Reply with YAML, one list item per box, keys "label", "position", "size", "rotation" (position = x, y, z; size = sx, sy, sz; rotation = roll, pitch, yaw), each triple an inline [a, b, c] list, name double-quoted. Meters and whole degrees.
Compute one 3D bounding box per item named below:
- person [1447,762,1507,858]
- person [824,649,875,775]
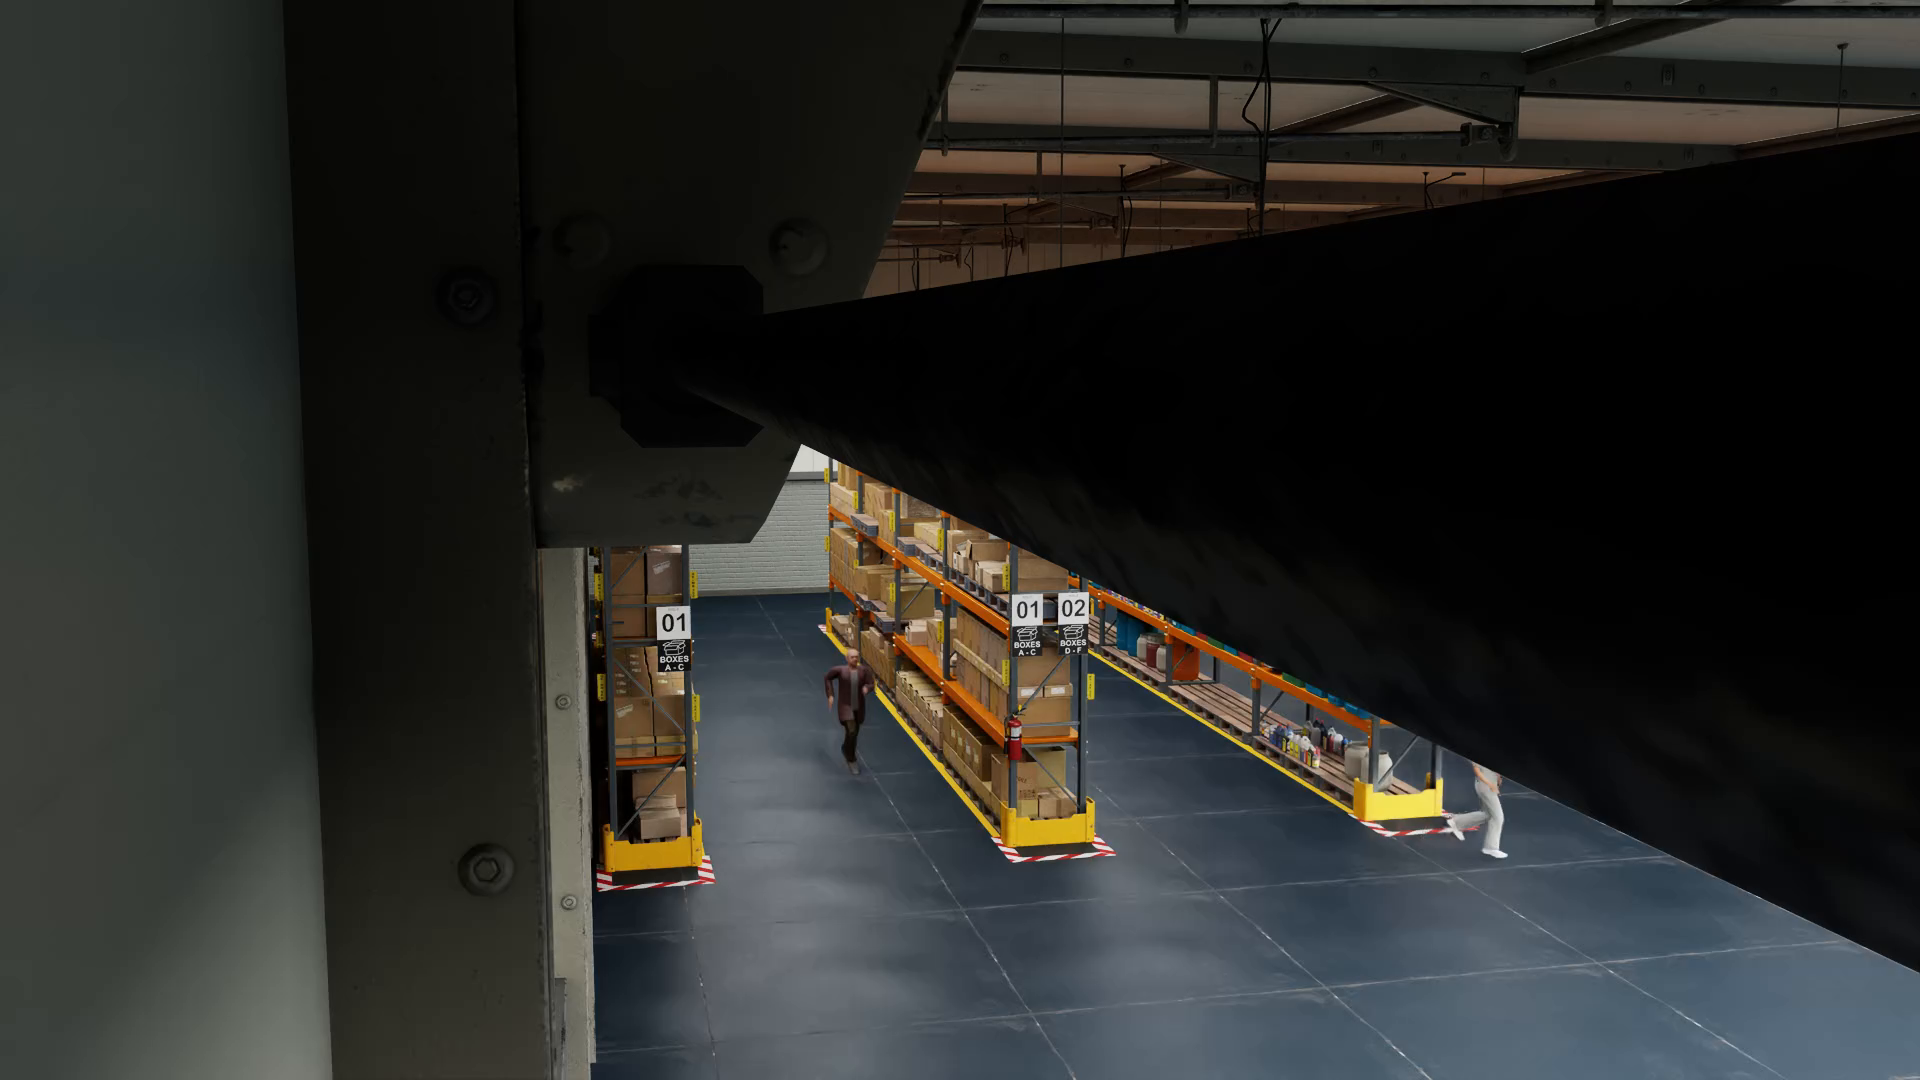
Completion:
- label: "person"
  position: [6.443, 3.075, 20.624]
  size: [0.742, 1.662, 0.582]
  rotation: [3, 8, 26]
- label: "person"
  position: [-1.612, 2.520, 24.701]
  size: [0.666, 1.847, 0.937]
  rotation: [-3, 8, -26]
